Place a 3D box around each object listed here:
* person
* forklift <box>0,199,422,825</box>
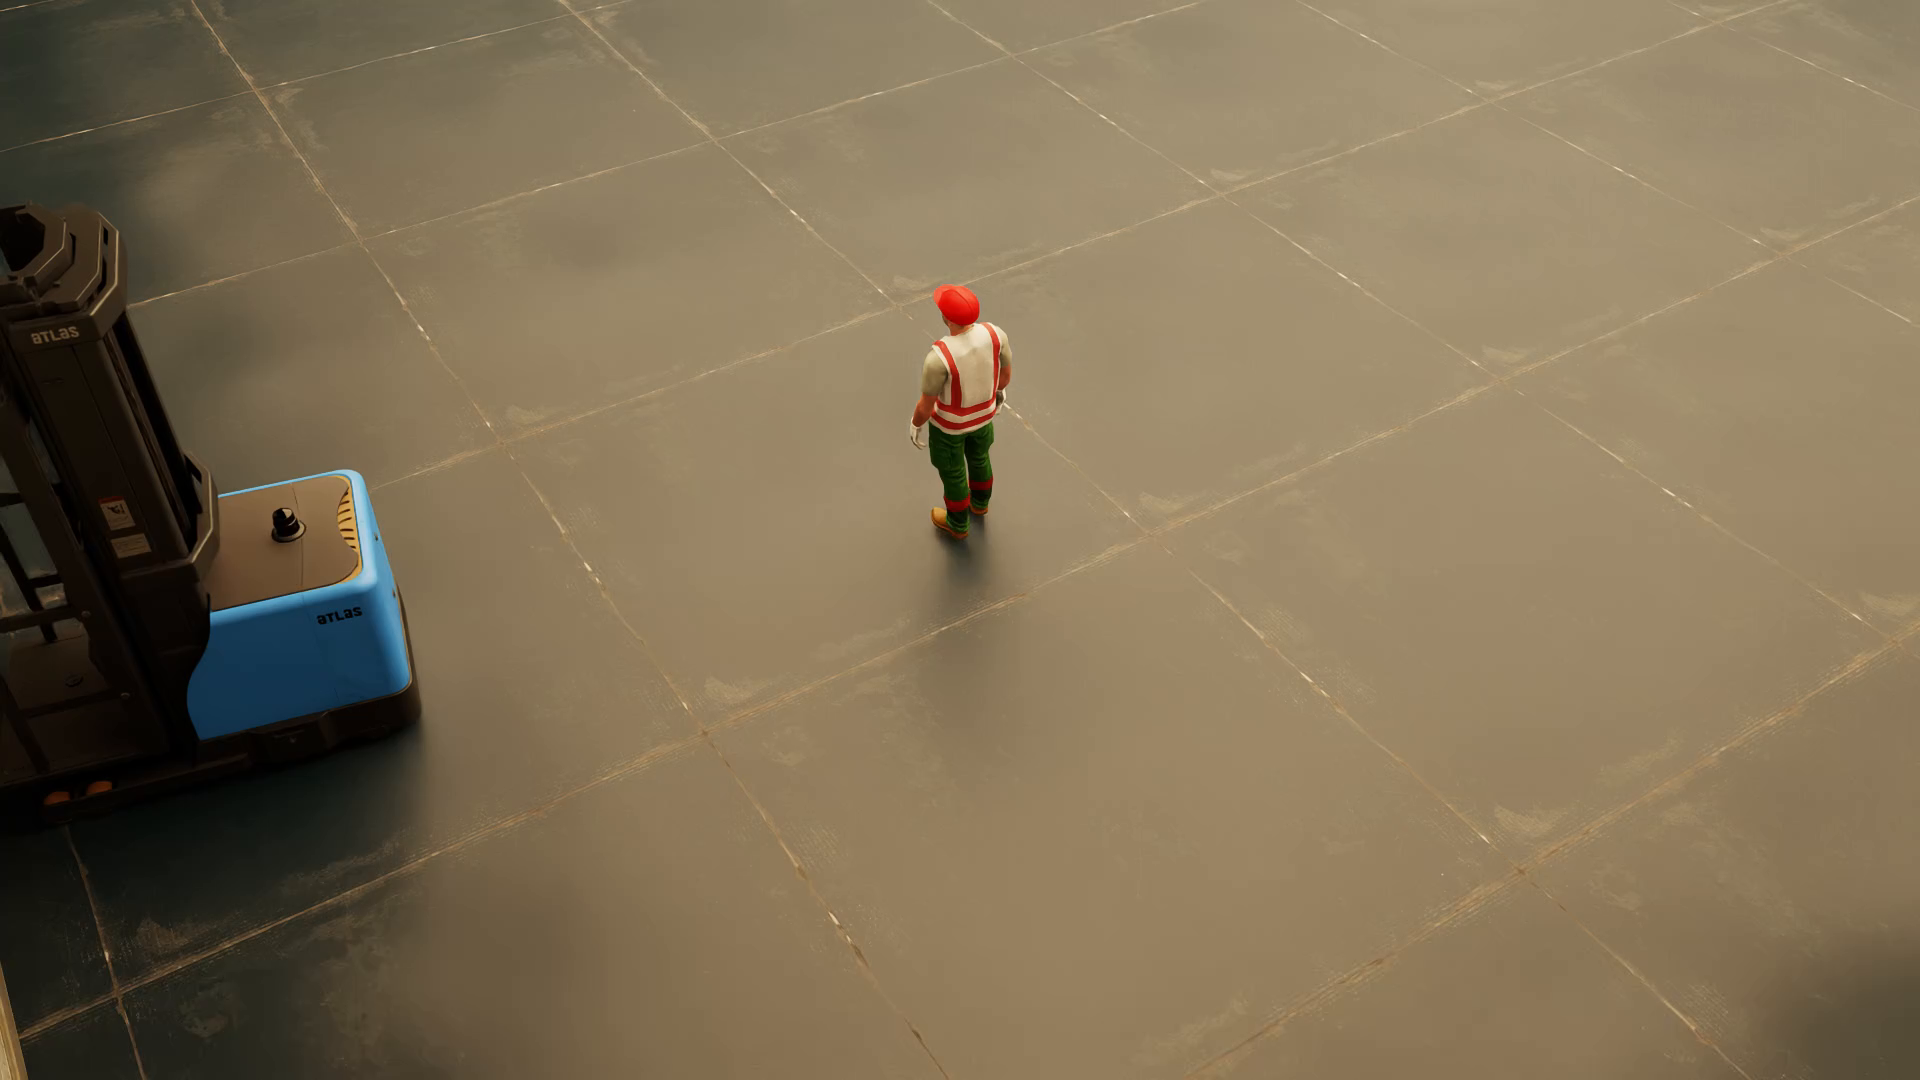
[{"bbox_3d":[-0.033,-0.759,9.534,0.637,1.789,0.561,-23,46,-24],"label":"person"},{"bbox_3d":[-4.466,-0.061,7.941,3.031,2.935,1.130,-14,43,-15],"label":"forklift"}]
